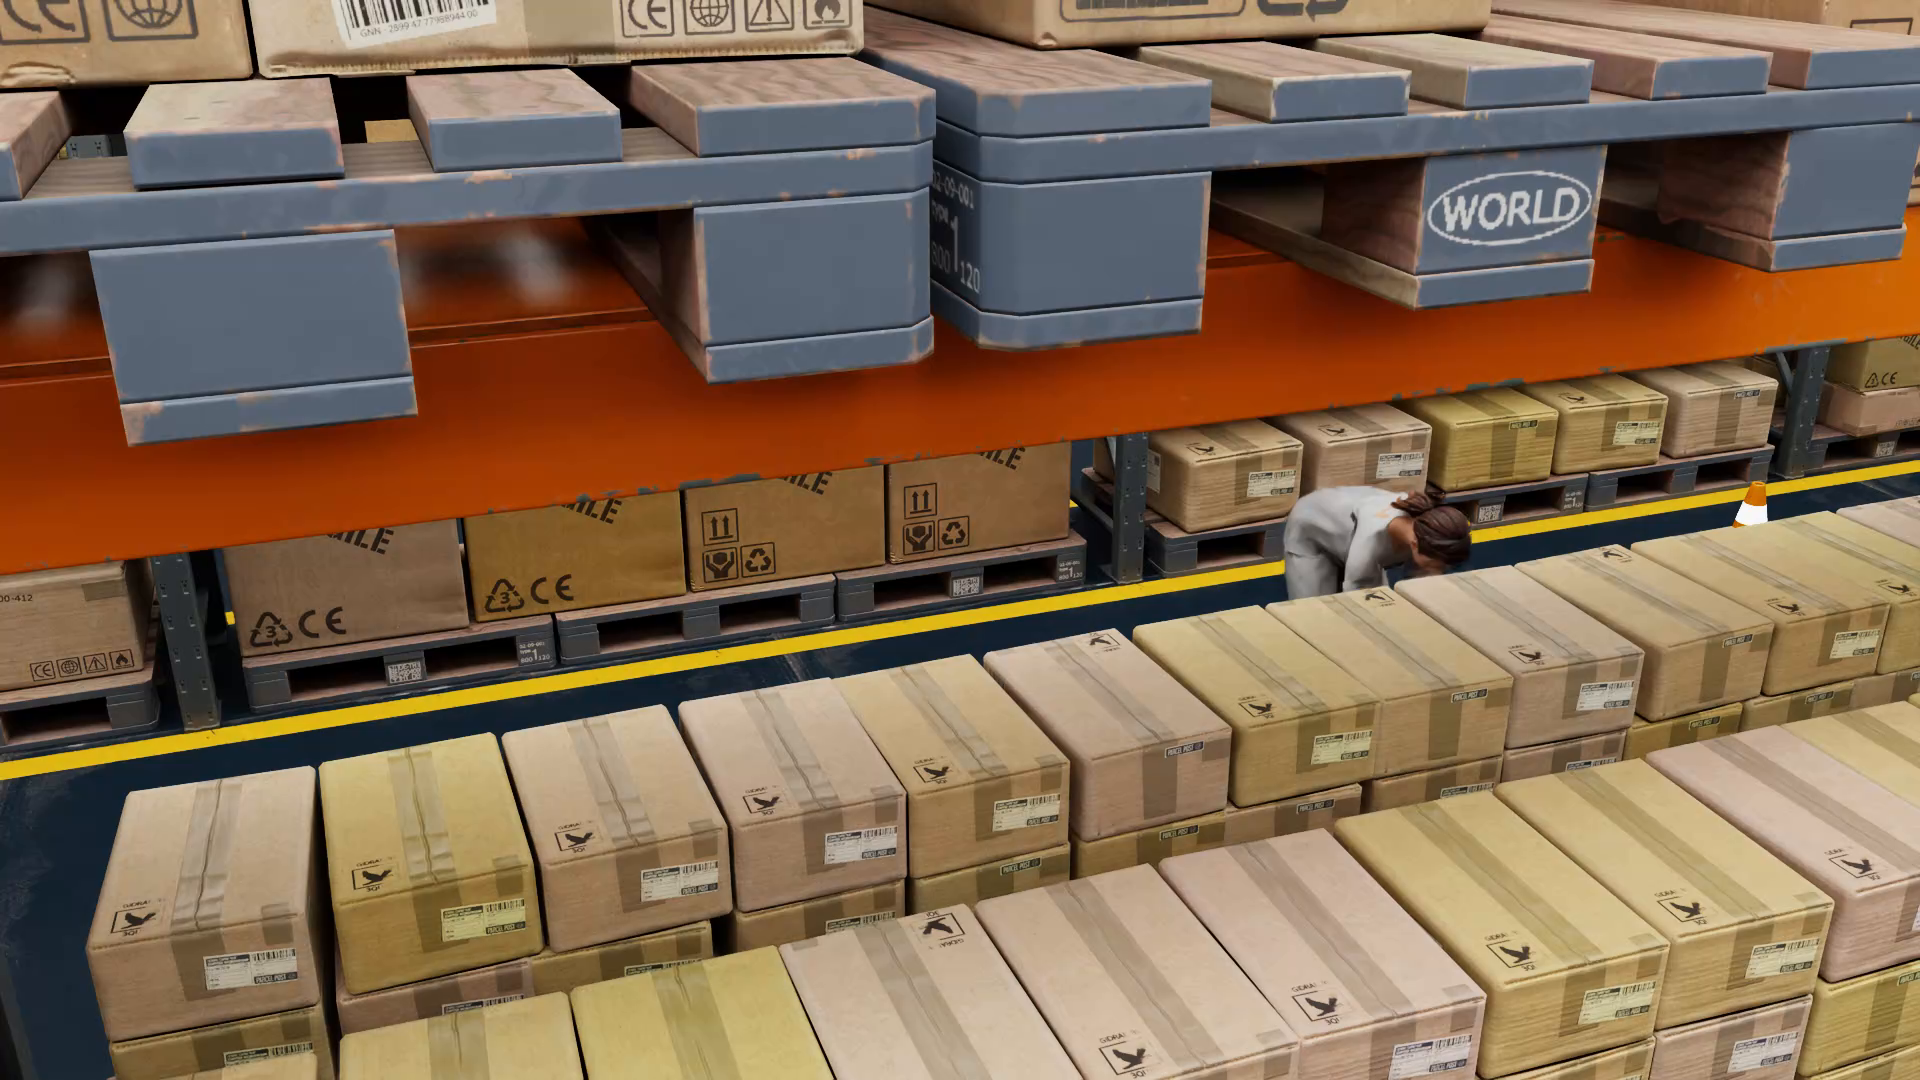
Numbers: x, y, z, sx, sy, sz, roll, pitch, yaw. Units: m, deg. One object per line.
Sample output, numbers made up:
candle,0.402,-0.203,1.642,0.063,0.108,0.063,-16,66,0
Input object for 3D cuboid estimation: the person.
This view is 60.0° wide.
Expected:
person,1.467,0.327,5.931,0.417,1.202,0.853,-9,24,-20
